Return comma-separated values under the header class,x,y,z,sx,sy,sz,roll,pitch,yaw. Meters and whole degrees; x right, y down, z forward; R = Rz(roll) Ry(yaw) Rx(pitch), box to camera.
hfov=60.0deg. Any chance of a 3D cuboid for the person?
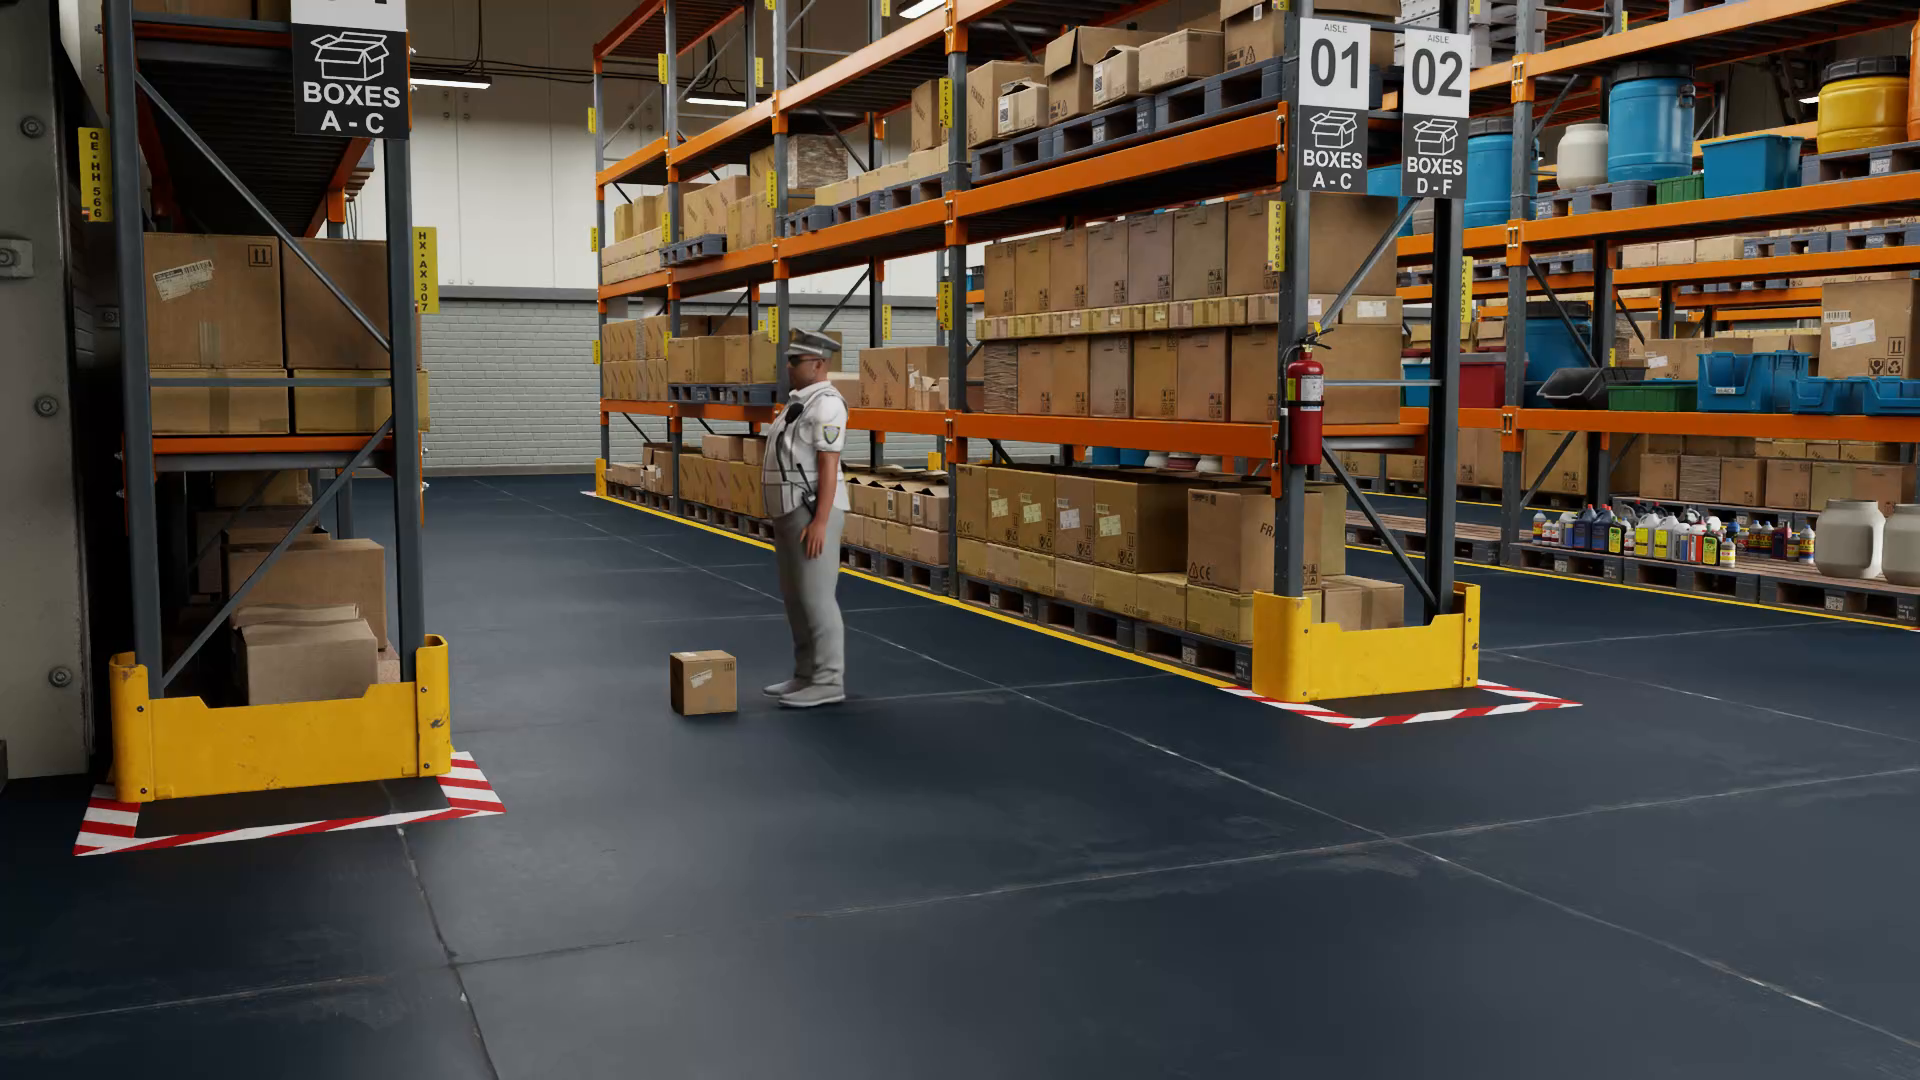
class,x,y,z,sx,sy,sz,roll,pitch,yaw
person,-0.730,-0.104,7.838,0.394,1.774,0.530,-2,6,-23
